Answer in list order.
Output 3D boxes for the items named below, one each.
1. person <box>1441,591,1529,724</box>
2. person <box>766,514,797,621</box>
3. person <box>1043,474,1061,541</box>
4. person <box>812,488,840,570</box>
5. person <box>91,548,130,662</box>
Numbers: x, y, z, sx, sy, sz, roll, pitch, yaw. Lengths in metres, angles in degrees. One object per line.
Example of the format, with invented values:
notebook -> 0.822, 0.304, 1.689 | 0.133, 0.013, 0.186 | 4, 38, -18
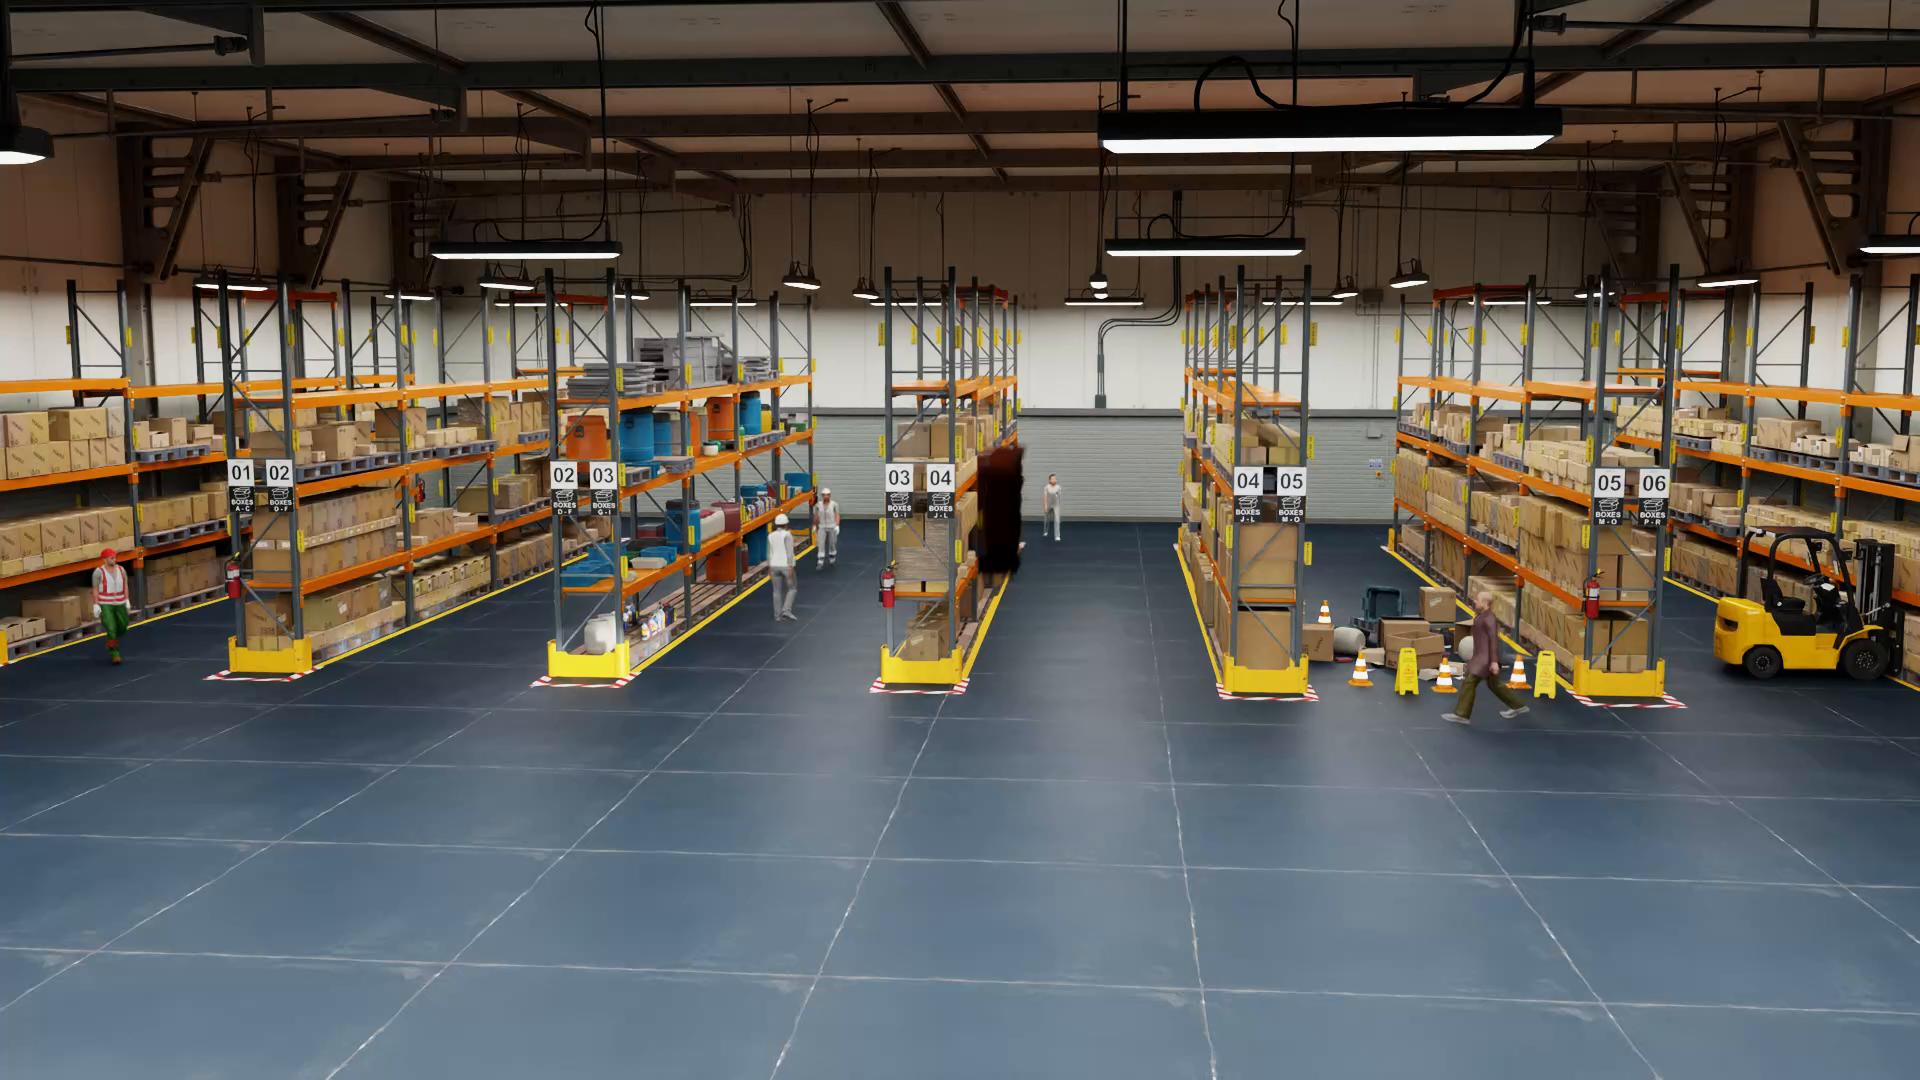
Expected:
person -> 6.841, 1.524, 21.557 | 1.144, 1.732, 0.582 | 1, 7, 7
person -> -2.977, 0.459, 27.749 | 0.560, 1.776, 0.505 | 2, 7, 16
person -> 2.289, -0.818, 41.153 | 0.446, 1.623, 1.019 | -1, 7, -5
person -> -2.916, -0.259, 36.008 | 0.646, 1.724, 1.034 | 1, 7, 6
person -> -13.172, 0.989, 25.780 | 0.557, 1.770, 0.820 | -7, 10, -44
